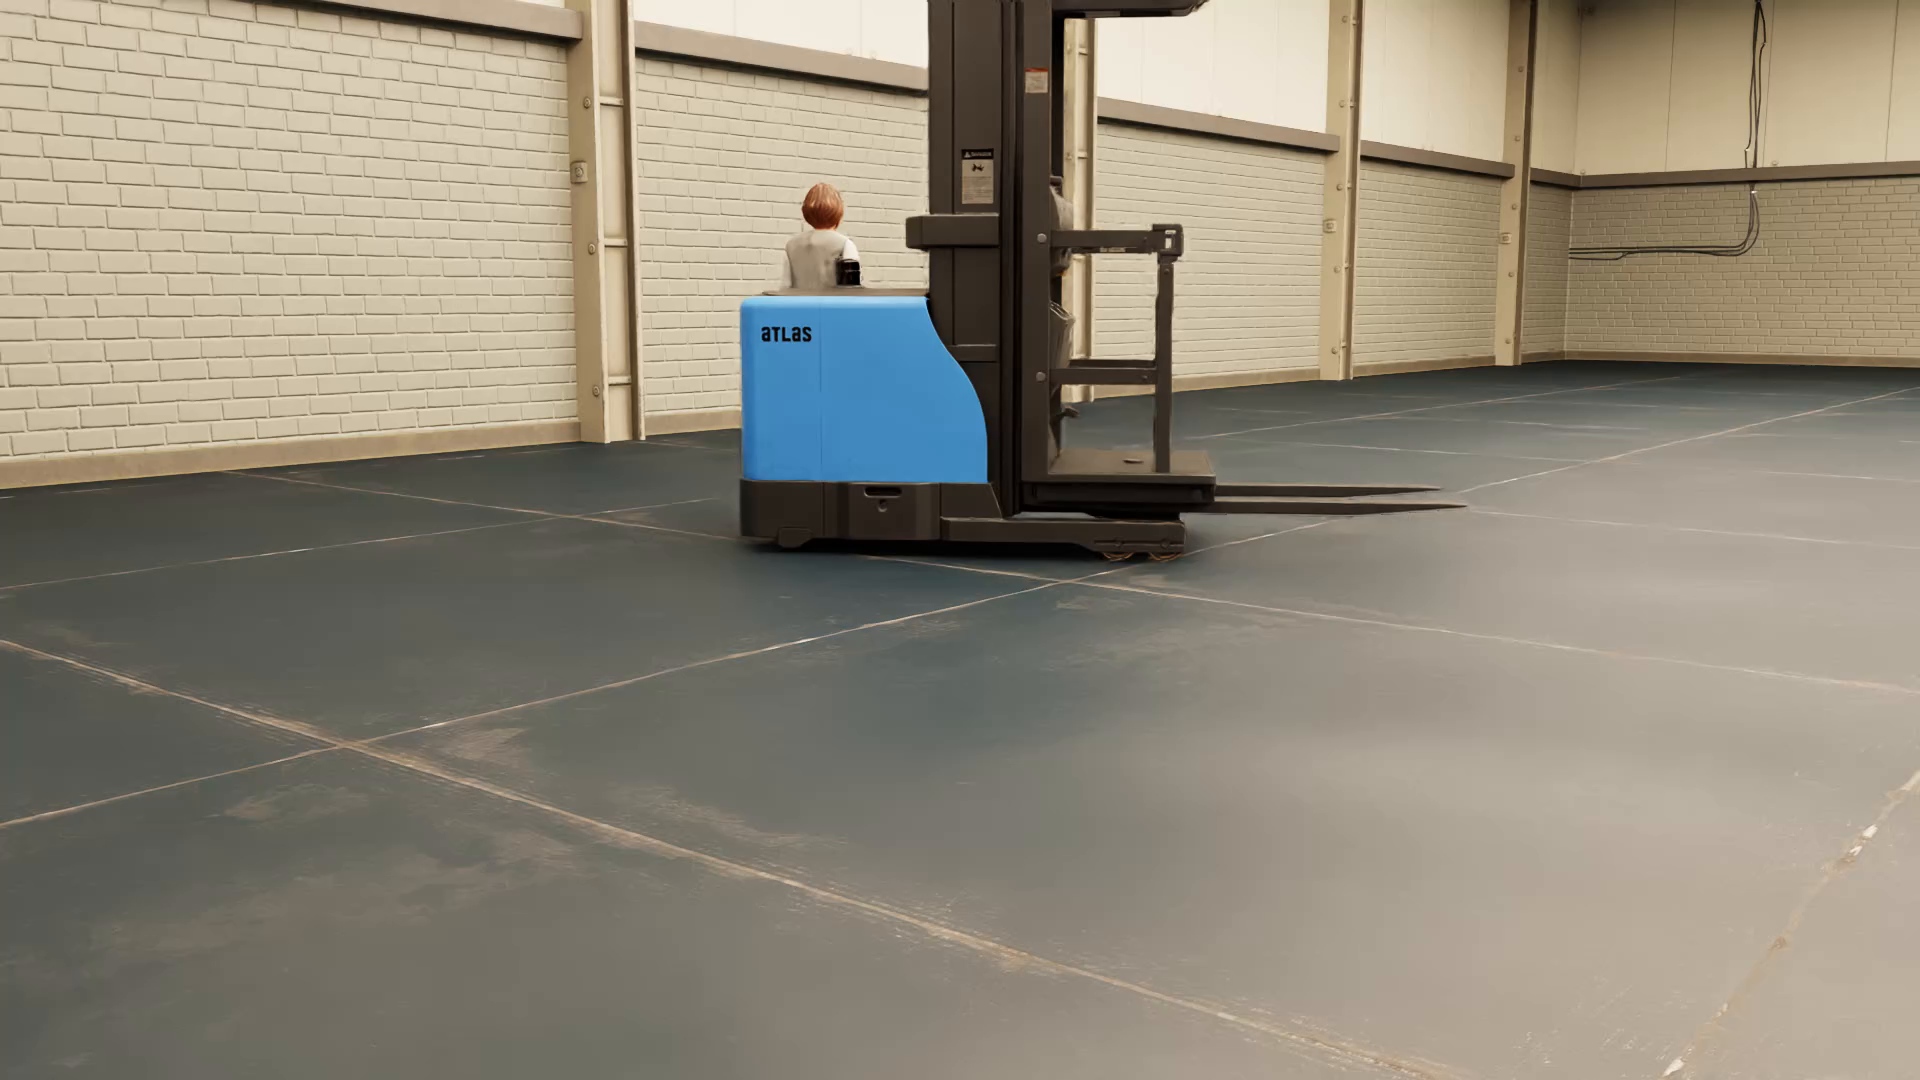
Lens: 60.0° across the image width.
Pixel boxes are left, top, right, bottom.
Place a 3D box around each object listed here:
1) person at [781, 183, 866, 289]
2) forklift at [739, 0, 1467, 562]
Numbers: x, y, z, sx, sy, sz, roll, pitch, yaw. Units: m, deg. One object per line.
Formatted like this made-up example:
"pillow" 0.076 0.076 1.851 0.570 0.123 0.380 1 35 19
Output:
"person" -0.573 -0.935 8.133 0.561 1.583 0.510 5 10 32
"forklift" 0.617 -1.443 7.143 3.031 2.935 1.130 1 8 6
